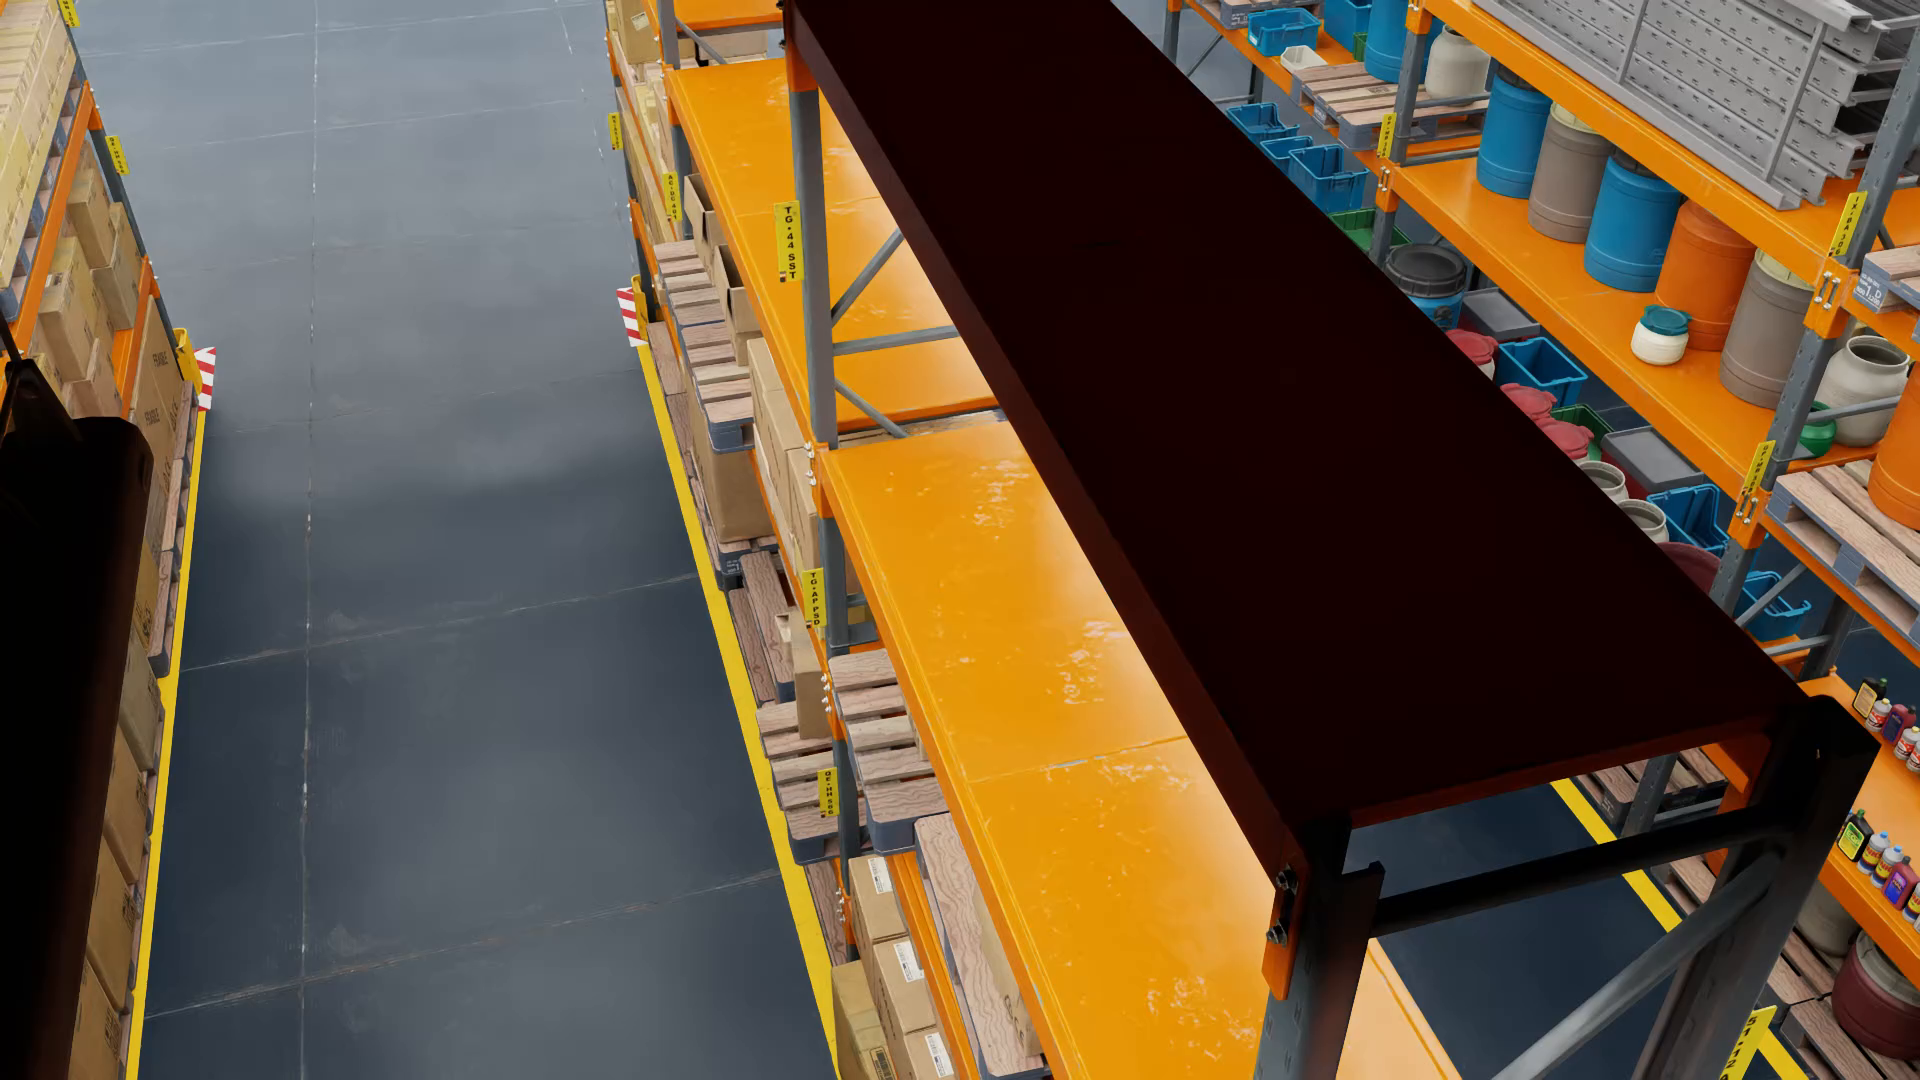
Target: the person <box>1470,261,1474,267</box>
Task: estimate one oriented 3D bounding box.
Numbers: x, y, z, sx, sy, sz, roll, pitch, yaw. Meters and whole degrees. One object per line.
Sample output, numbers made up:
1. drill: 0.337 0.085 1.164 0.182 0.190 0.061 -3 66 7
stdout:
1. person: 5.213 -3.006 15.277 0.977 1.615 0.487 25 45 28
